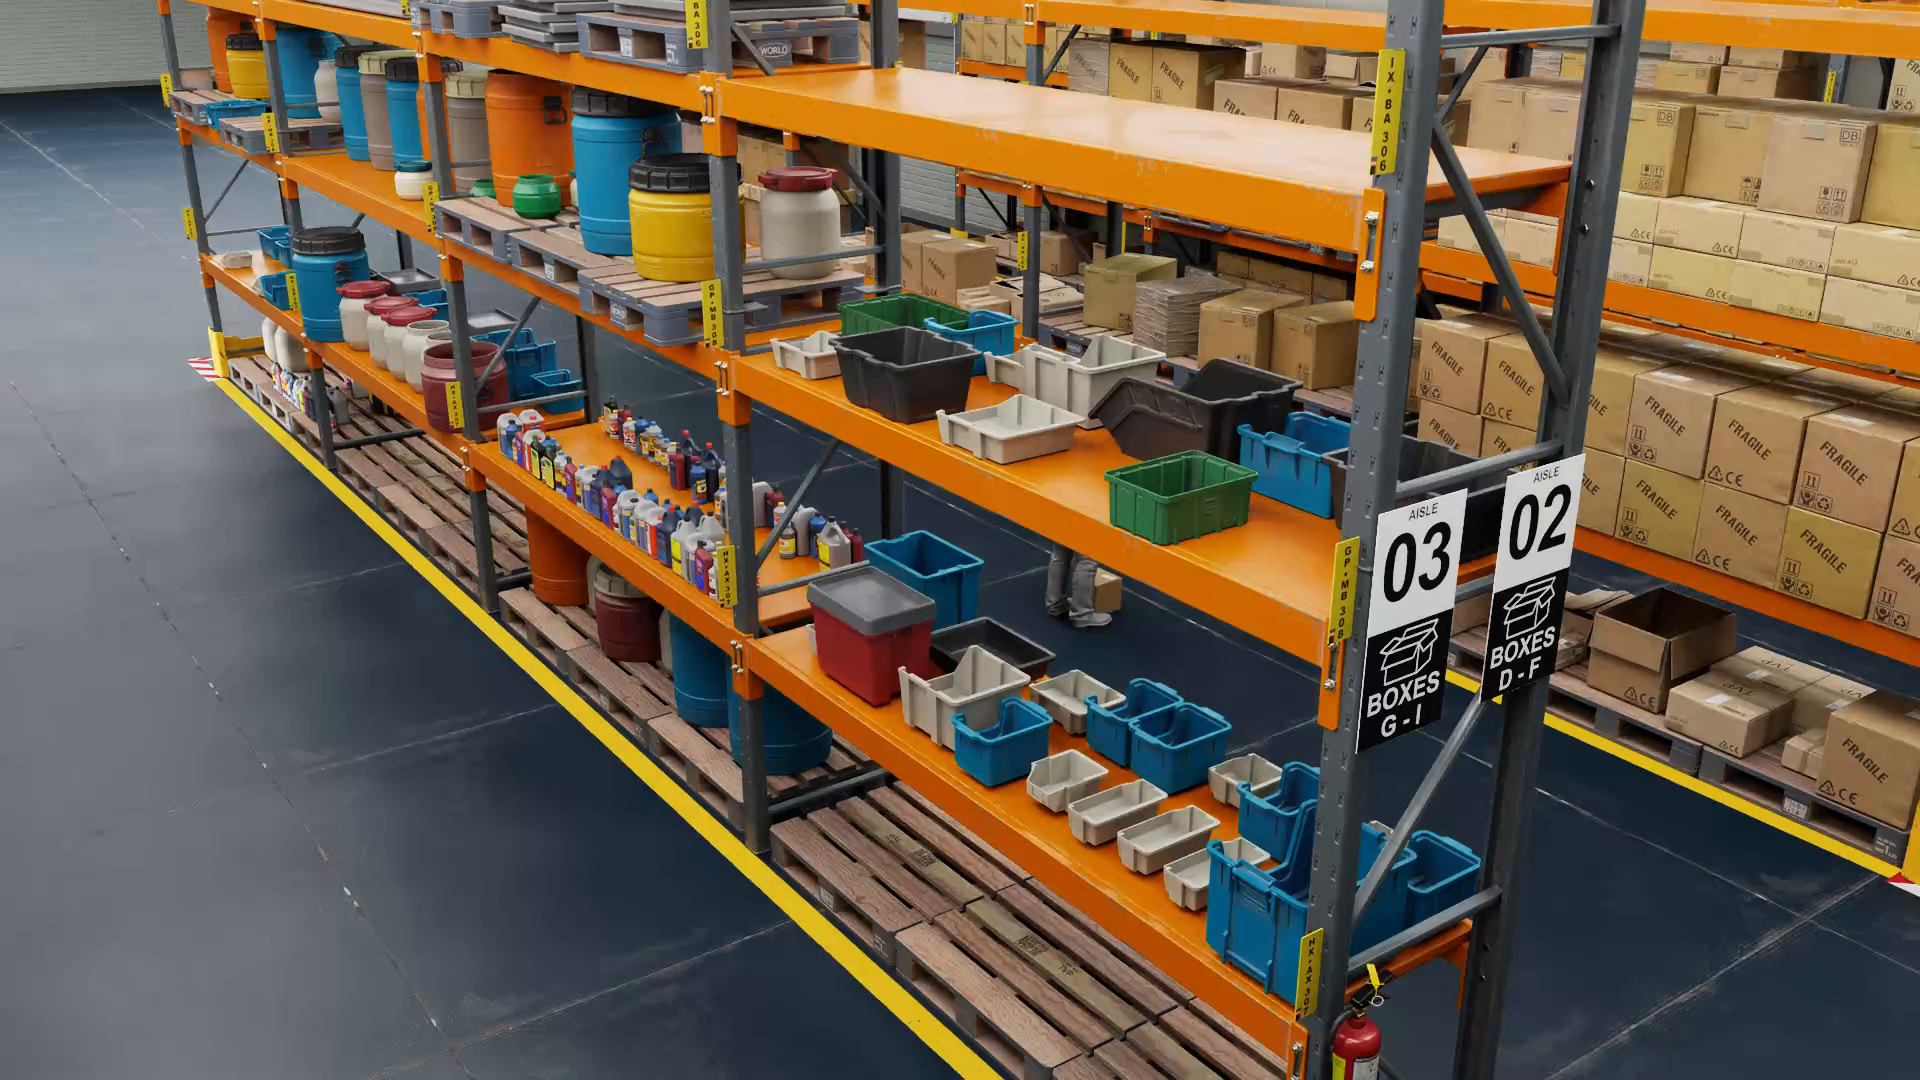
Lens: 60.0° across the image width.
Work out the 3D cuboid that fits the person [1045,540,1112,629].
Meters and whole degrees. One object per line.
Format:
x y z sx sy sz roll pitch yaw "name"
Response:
0.793 -0.269 11.742 0.465 1.770 0.590 -16 27 -36 "person"
